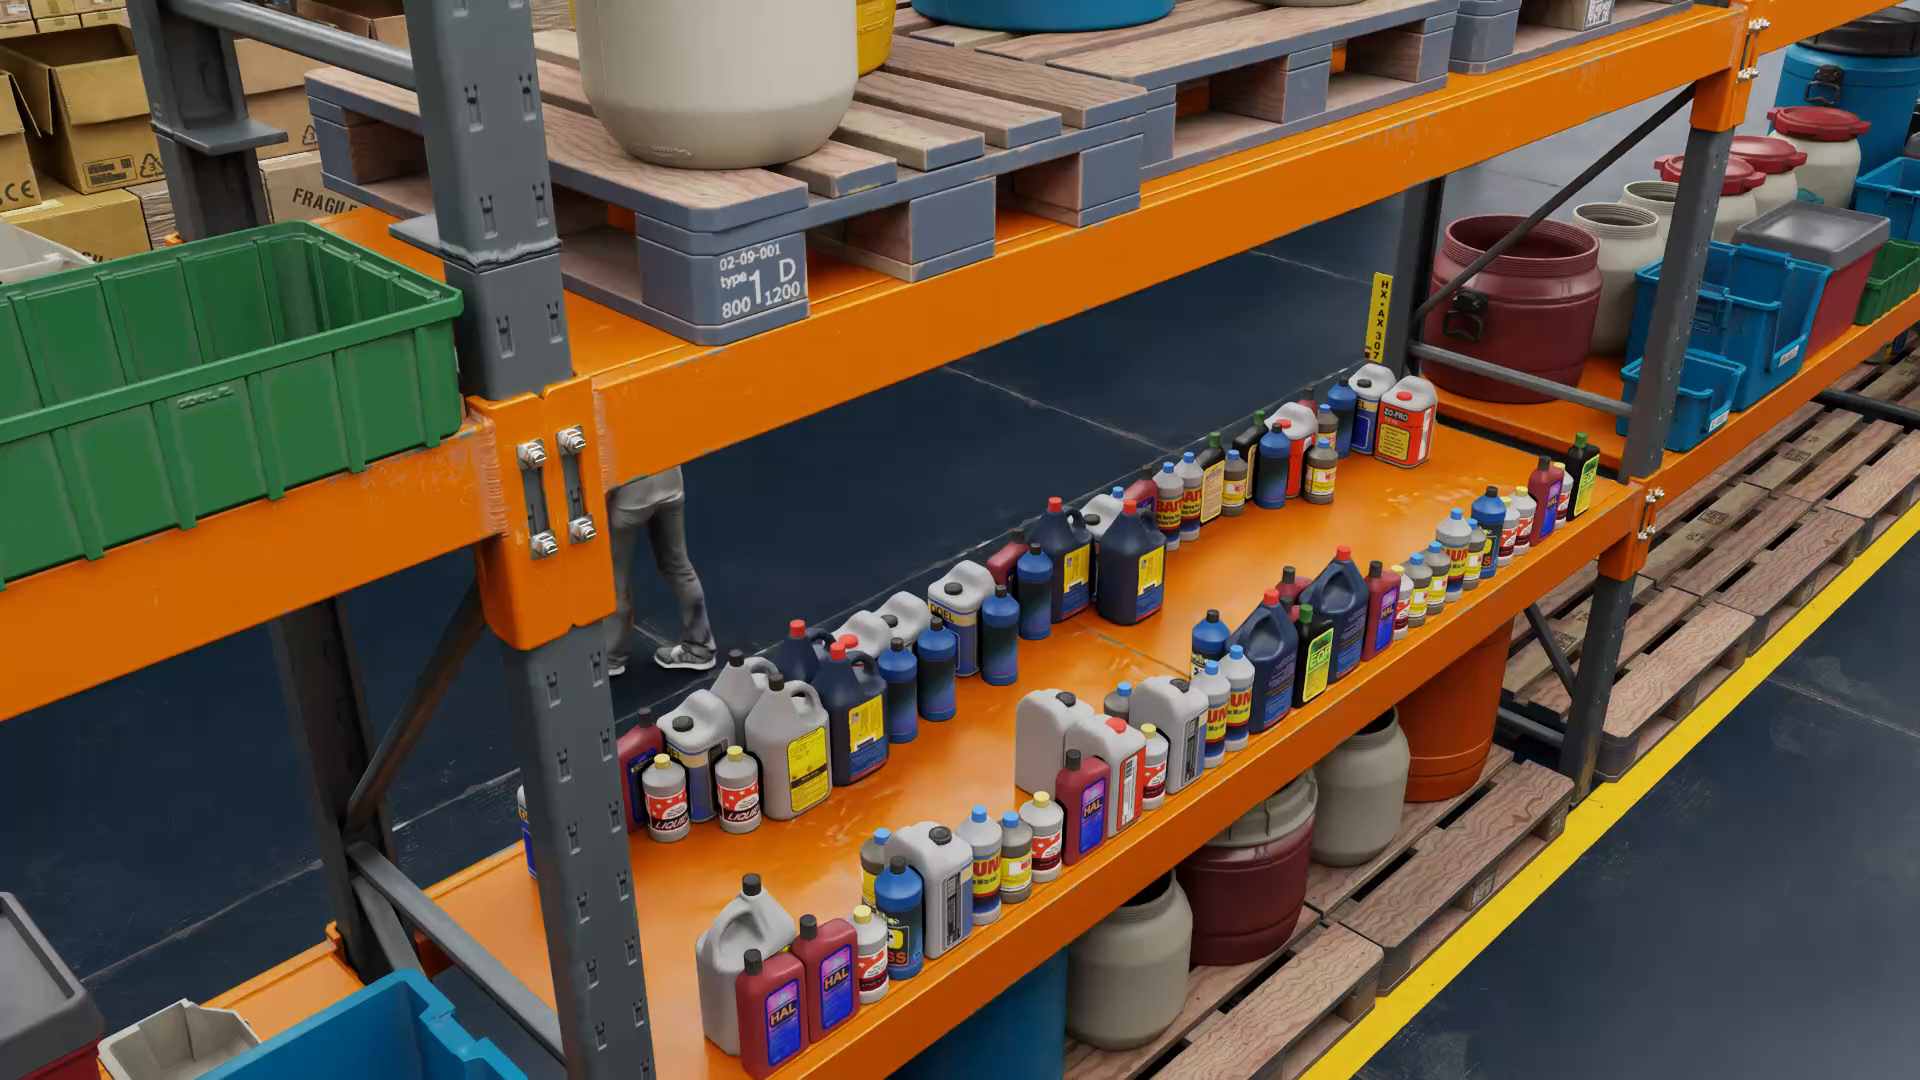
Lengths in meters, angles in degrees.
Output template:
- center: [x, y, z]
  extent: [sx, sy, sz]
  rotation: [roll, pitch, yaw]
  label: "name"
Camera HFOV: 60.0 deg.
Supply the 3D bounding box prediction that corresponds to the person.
- center: [-1.286, -0.187, 6.477]
  extent: [0.548, 1.601, 0.433]
  rotation: [21, 35, 34]
  label: "person"
